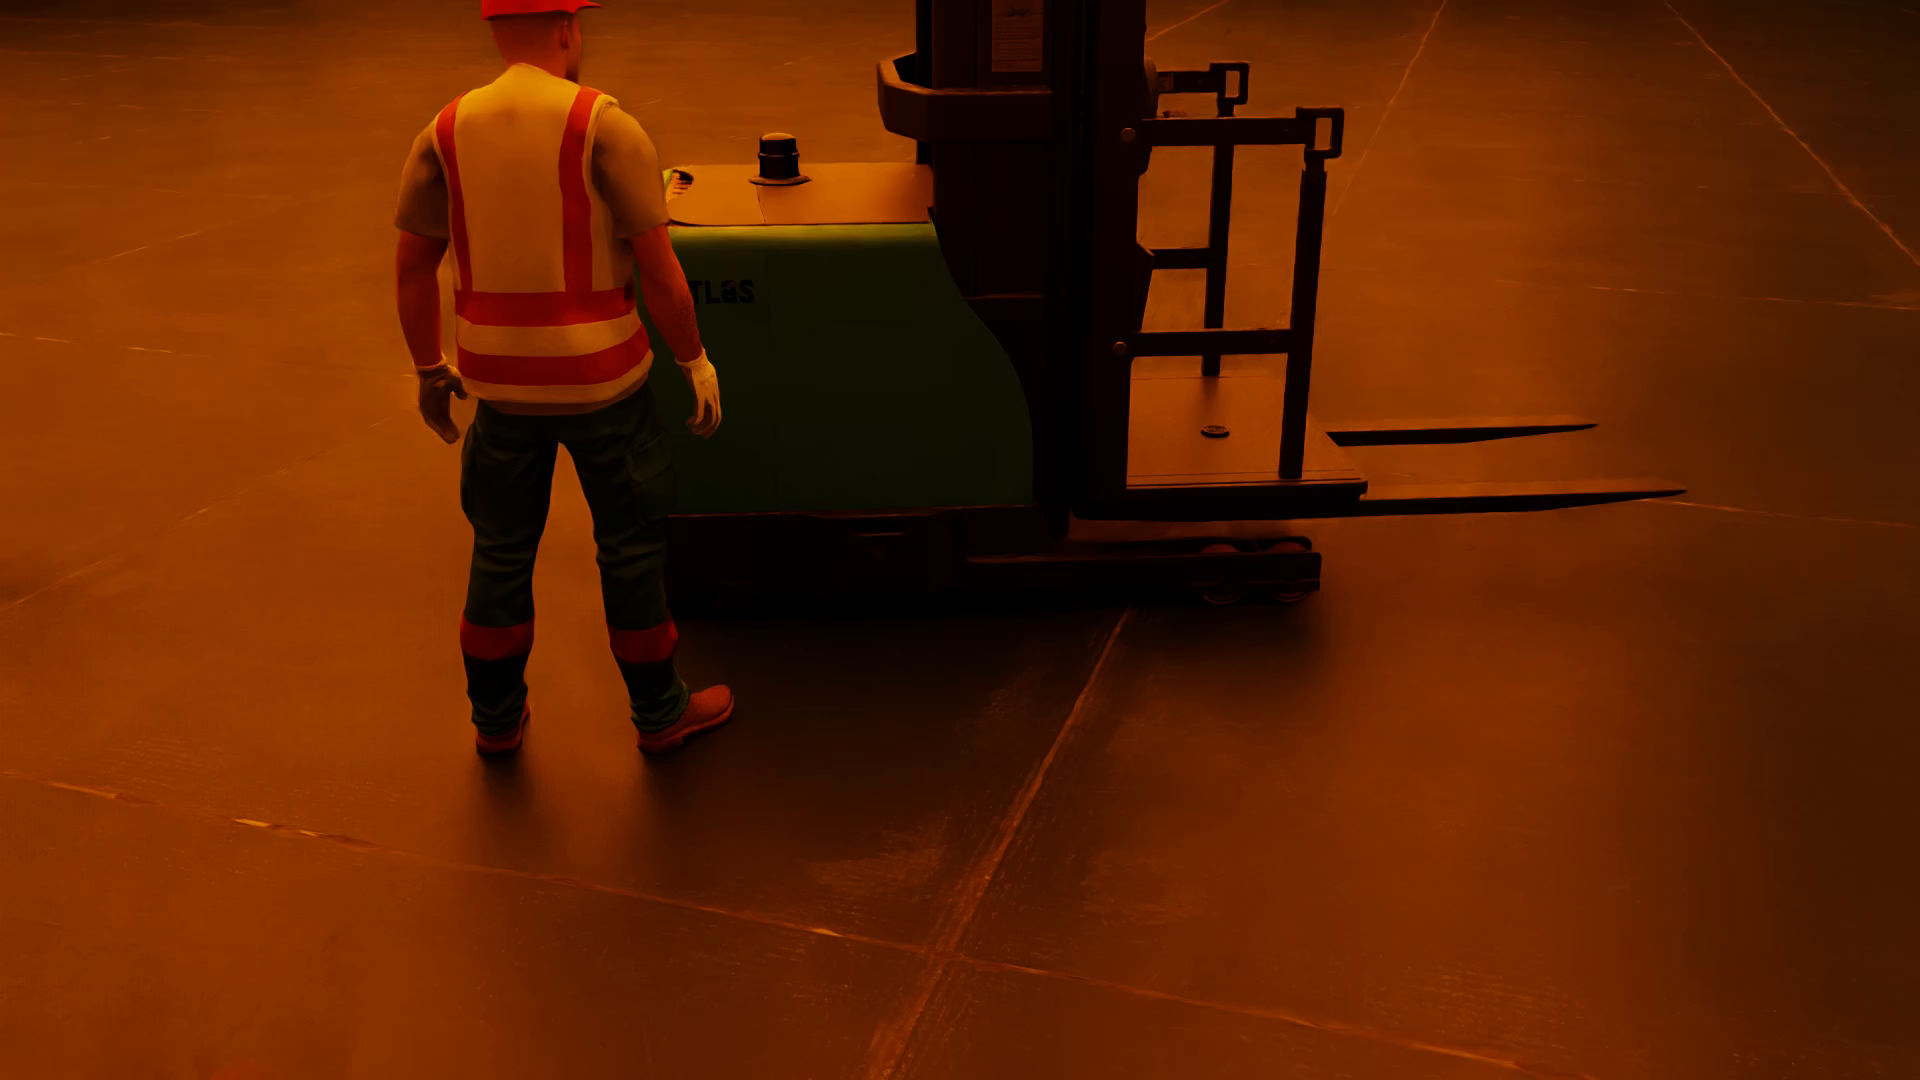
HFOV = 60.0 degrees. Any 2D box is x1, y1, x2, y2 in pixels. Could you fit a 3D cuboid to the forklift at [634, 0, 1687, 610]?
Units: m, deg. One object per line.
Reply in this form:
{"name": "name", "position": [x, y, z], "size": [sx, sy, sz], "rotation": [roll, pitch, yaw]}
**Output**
{"name": "forklift", "position": [0.606, -1.374, 4.608], "size": [3.031, 2.935, 1.130], "rotation": [-2, 23, -4]}

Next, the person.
{"name": "person", "position": [-0.858, -0.349, 3.637], "size": [0.675, 1.781, 0.471], "rotation": [3, 23, 7]}
